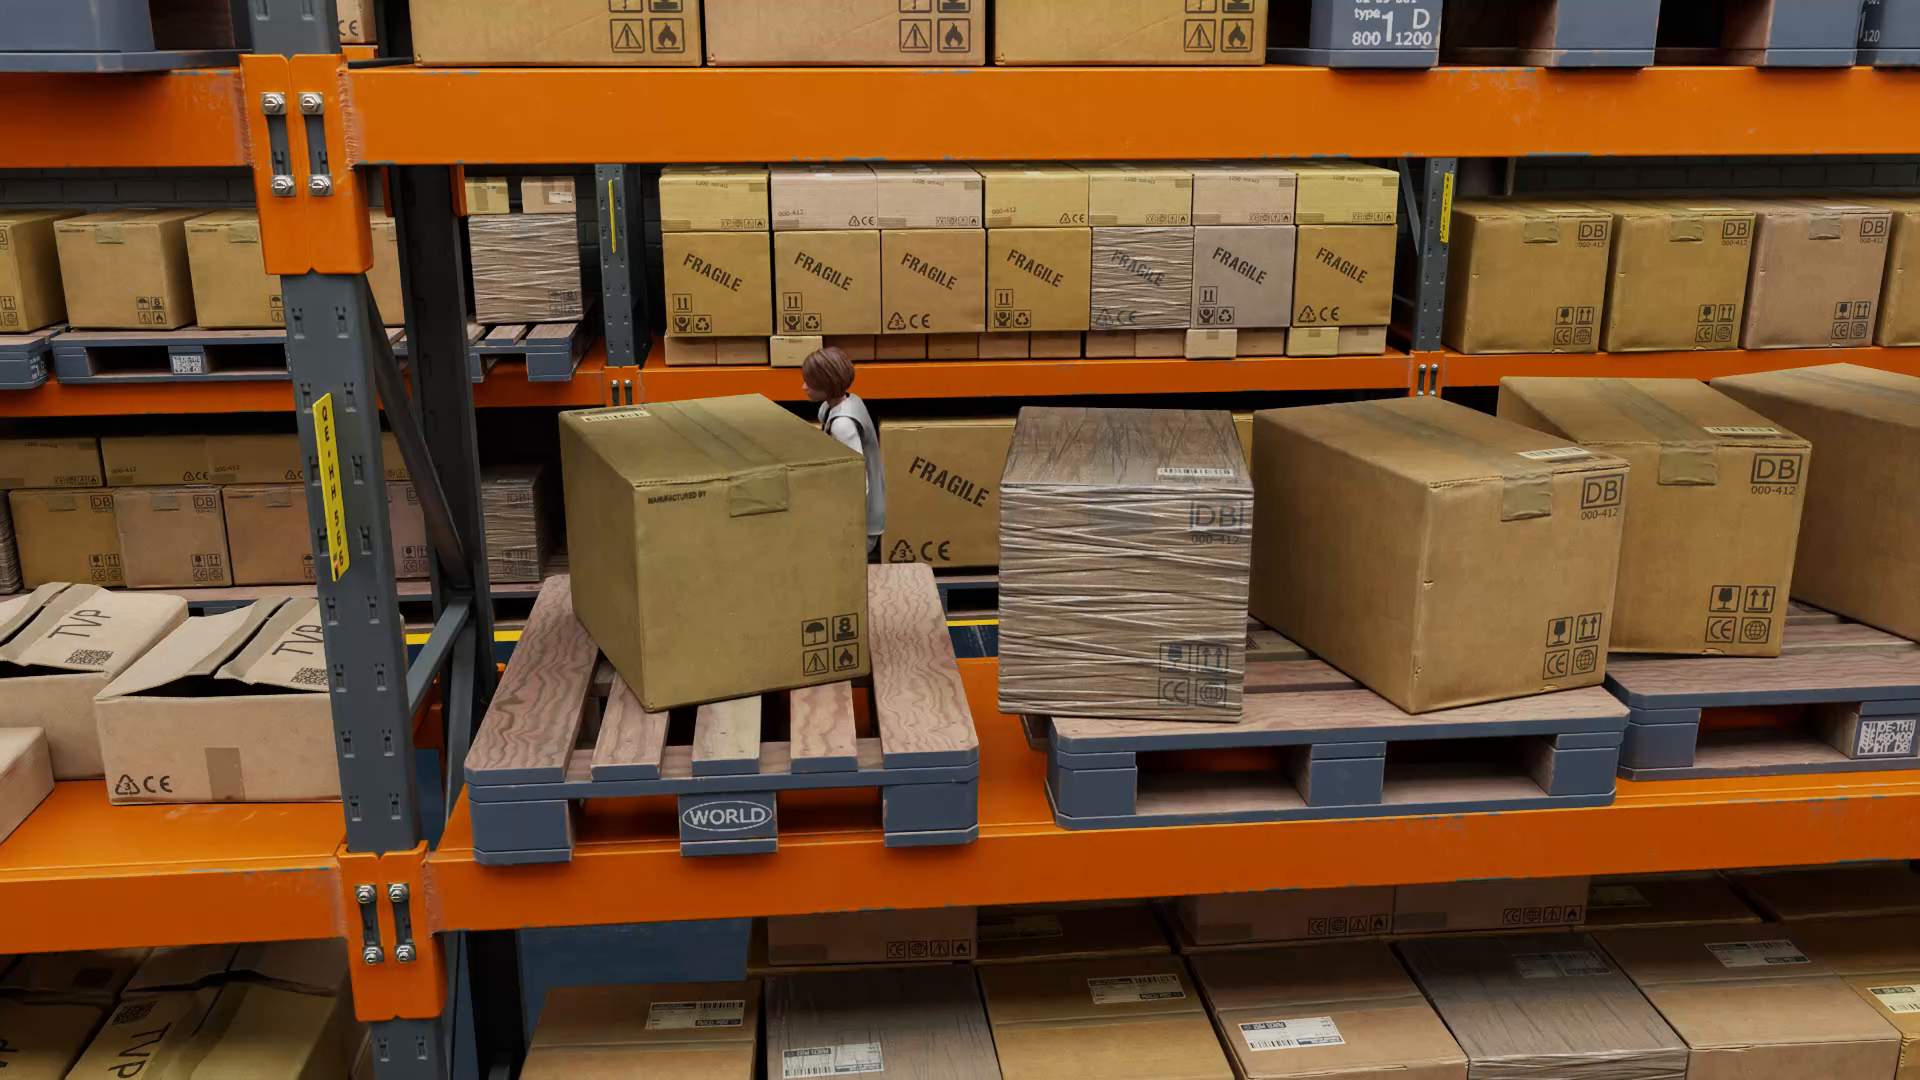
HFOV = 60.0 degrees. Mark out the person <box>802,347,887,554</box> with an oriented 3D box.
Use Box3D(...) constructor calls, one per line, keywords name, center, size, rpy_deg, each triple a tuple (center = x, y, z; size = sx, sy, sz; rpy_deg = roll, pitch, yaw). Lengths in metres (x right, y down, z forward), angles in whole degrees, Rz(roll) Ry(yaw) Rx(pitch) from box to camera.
Box3D(name="person", center=(-0.516, -0.057, 7.251), size=(0.378, 1.591, 0.481), rpy_deg=(-3, 17, -9))
